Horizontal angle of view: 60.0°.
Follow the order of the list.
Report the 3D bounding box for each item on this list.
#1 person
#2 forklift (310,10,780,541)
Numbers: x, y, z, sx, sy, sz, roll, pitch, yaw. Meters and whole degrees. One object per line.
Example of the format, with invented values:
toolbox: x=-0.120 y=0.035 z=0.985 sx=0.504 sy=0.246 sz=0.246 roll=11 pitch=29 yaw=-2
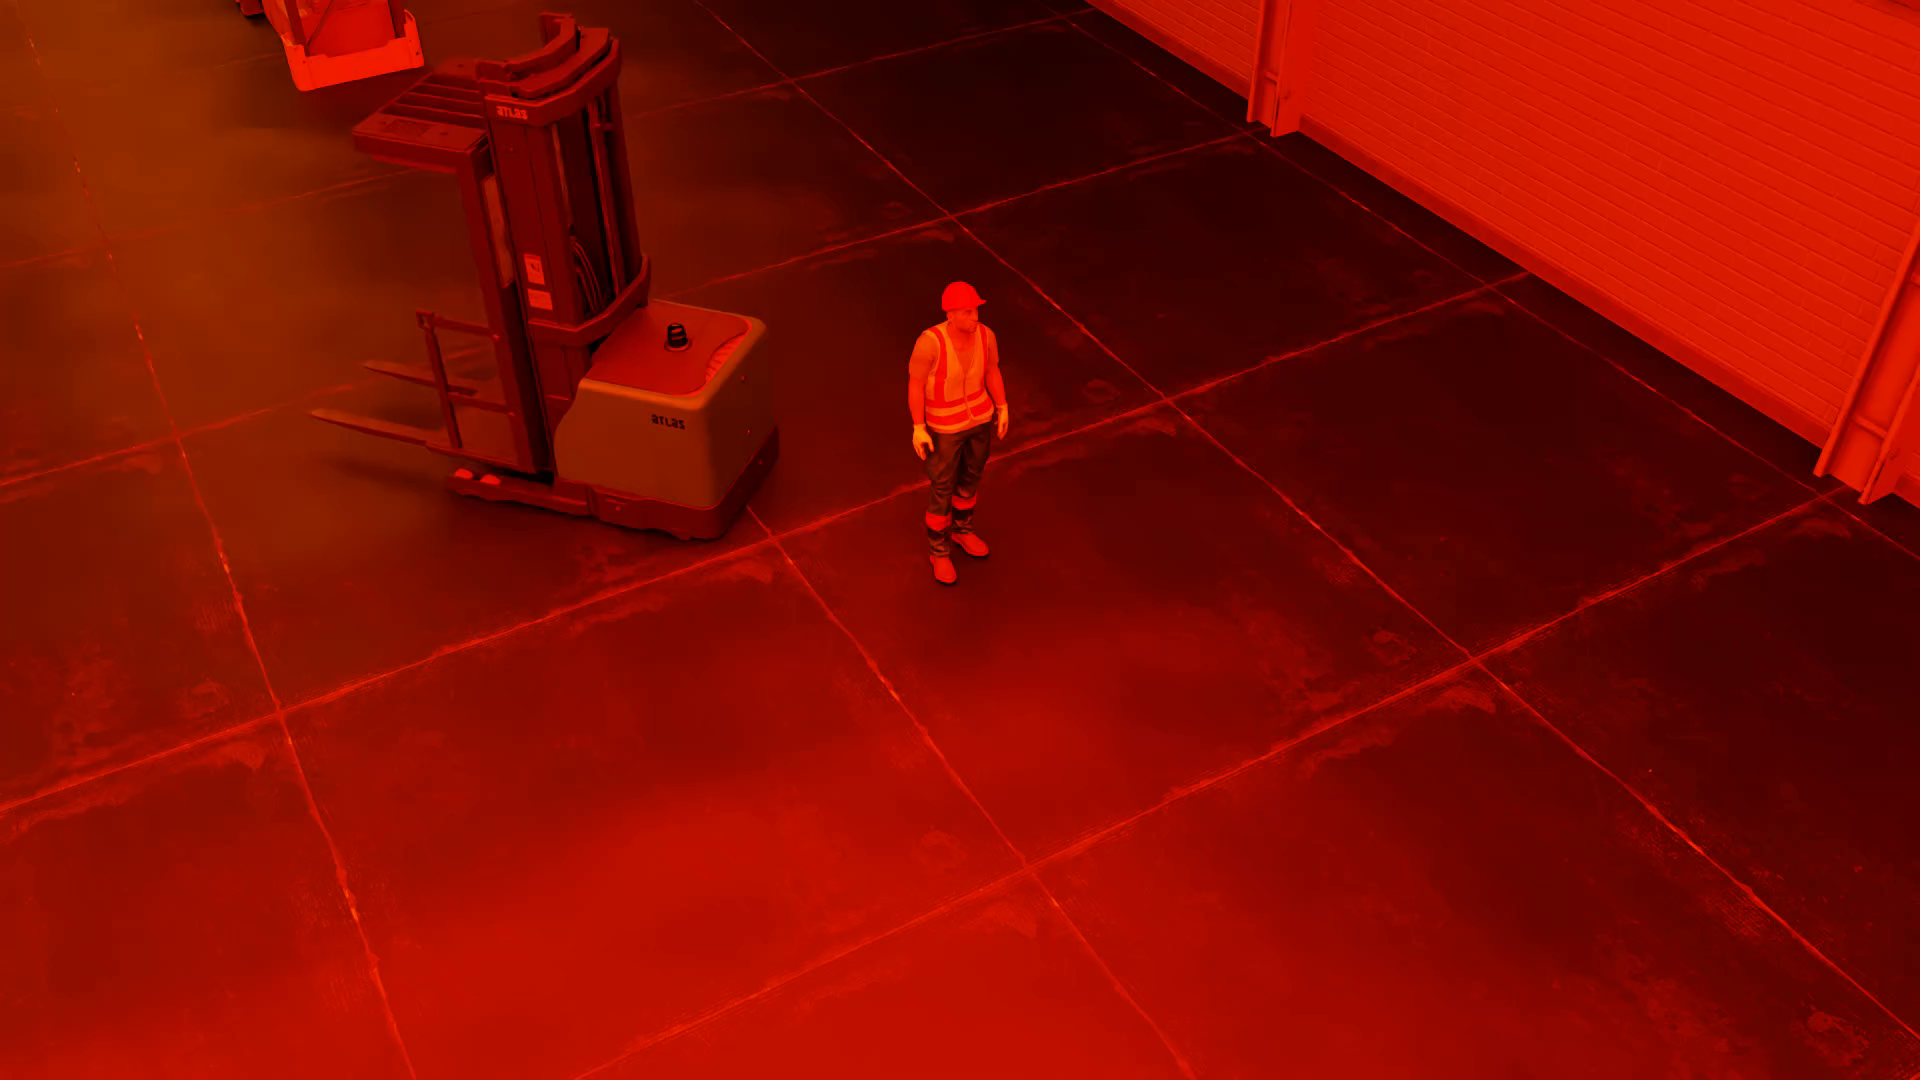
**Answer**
person: x=0.030 y=-0.646 z=9.699 sx=0.638 sy=1.787 sz=0.564 roll=-20 pitch=44 yaw=-23
forklift: x=-2.758 y=-1.682 z=10.065 sx=3.031 sy=2.935 sz=1.130 roll=12 pitch=41 yaw=14
